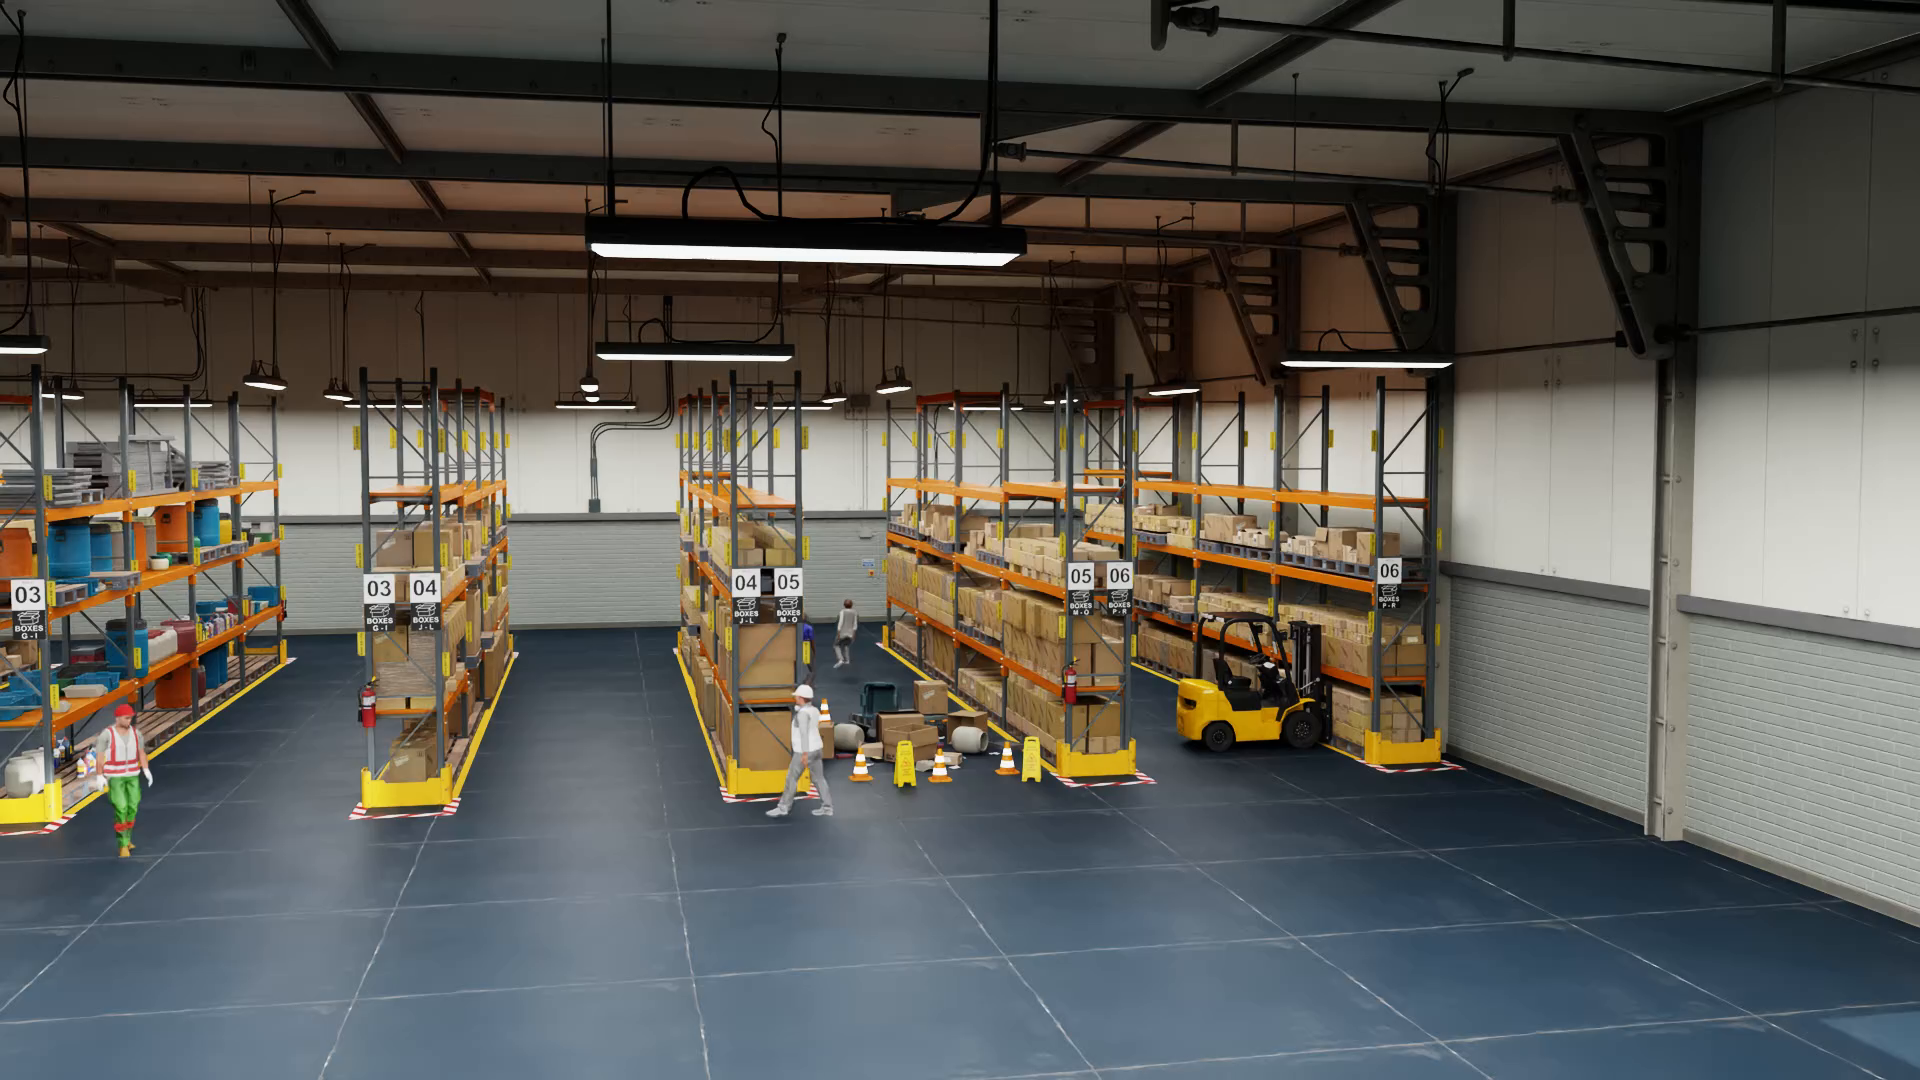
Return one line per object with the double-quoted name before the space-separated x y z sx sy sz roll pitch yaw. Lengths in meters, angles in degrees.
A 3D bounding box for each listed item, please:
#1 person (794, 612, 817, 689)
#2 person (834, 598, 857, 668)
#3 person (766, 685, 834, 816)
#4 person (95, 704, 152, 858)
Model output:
"person" -2.999 2.110 32.145 0.543 1.448 0.922 0 3 5
"person" -2.433 1.964 35.177 0.505 1.469 0.441 -1 4 -17
"person" -2.083 2.792 22.141 0.872 1.733 0.565 2 4 24
"person" -10.139 2.925 20.224 0.585 1.839 0.565 3 4 37
